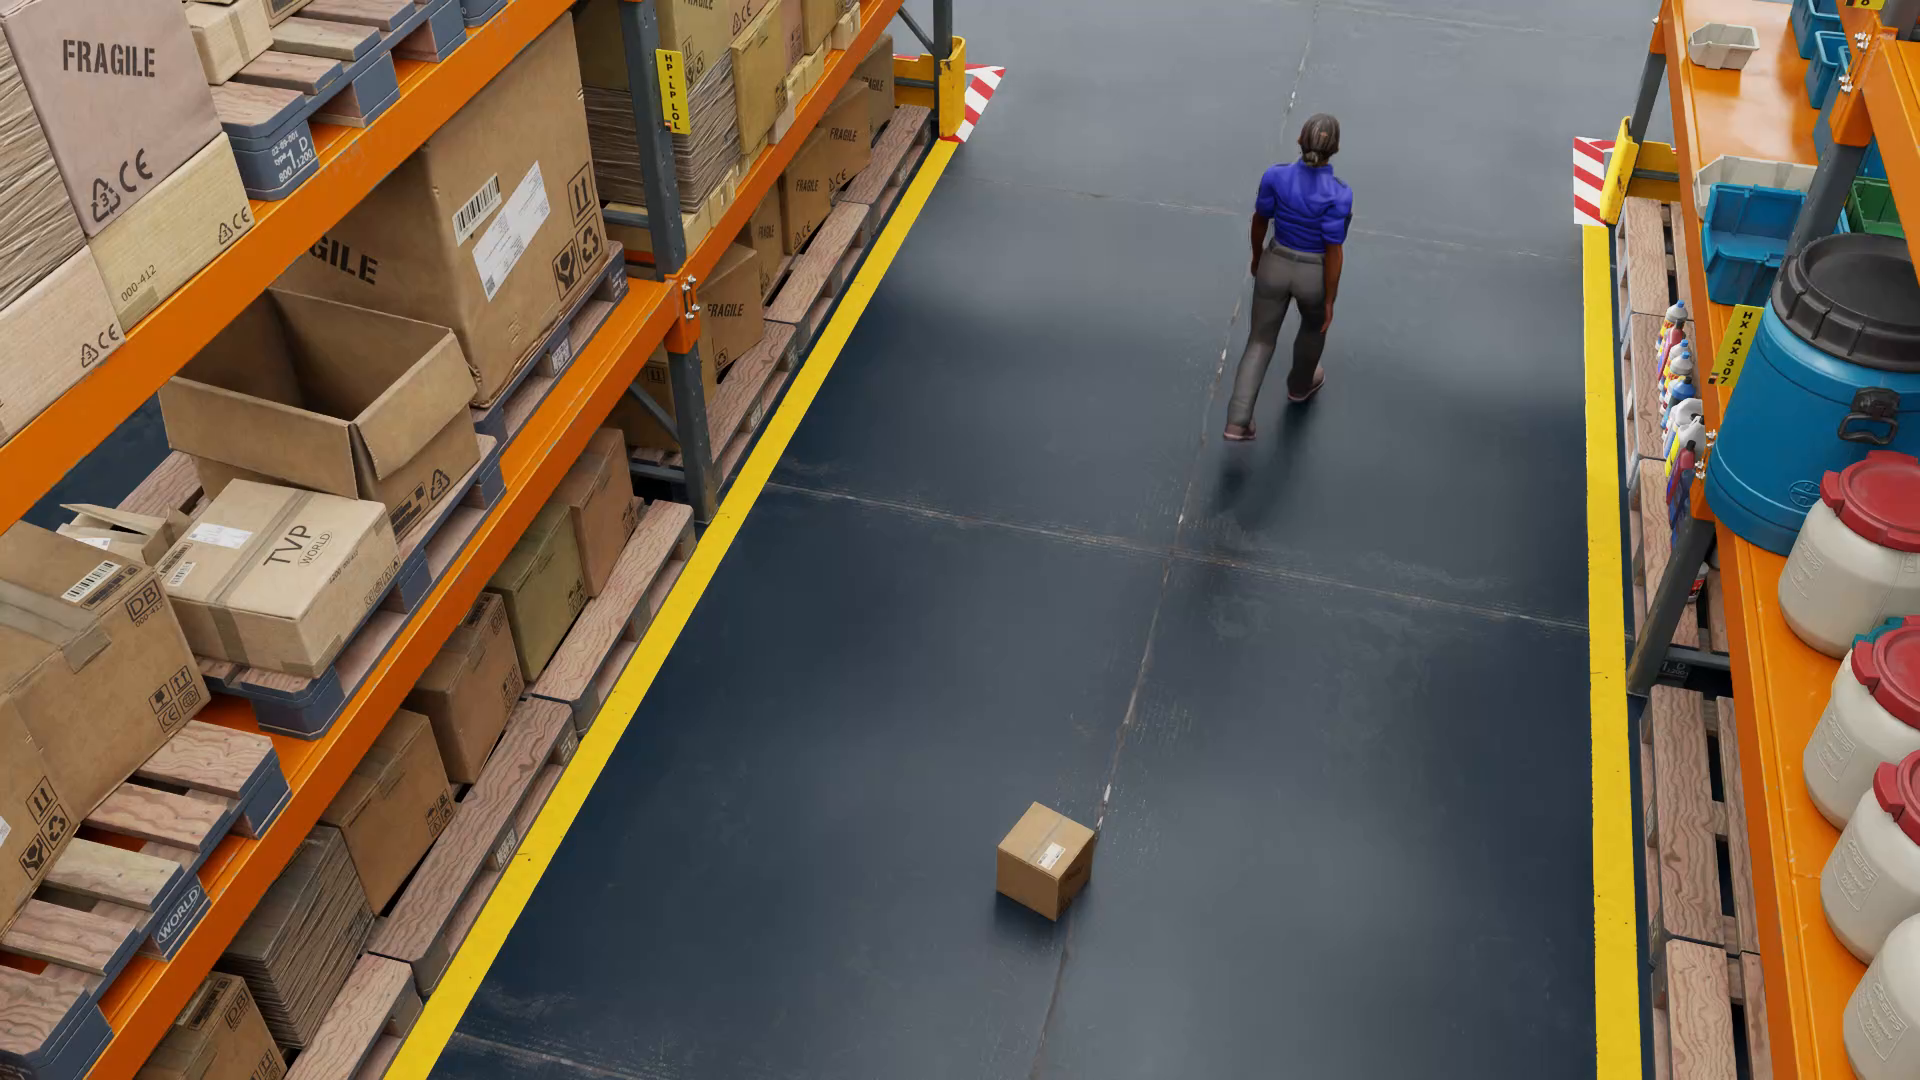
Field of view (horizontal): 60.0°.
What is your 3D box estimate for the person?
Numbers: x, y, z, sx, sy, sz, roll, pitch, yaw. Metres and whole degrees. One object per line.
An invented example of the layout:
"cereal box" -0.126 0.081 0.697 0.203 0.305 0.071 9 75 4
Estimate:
"person" 1.501 -1.195 7.513 0.459 1.609 0.927 18 44 20
